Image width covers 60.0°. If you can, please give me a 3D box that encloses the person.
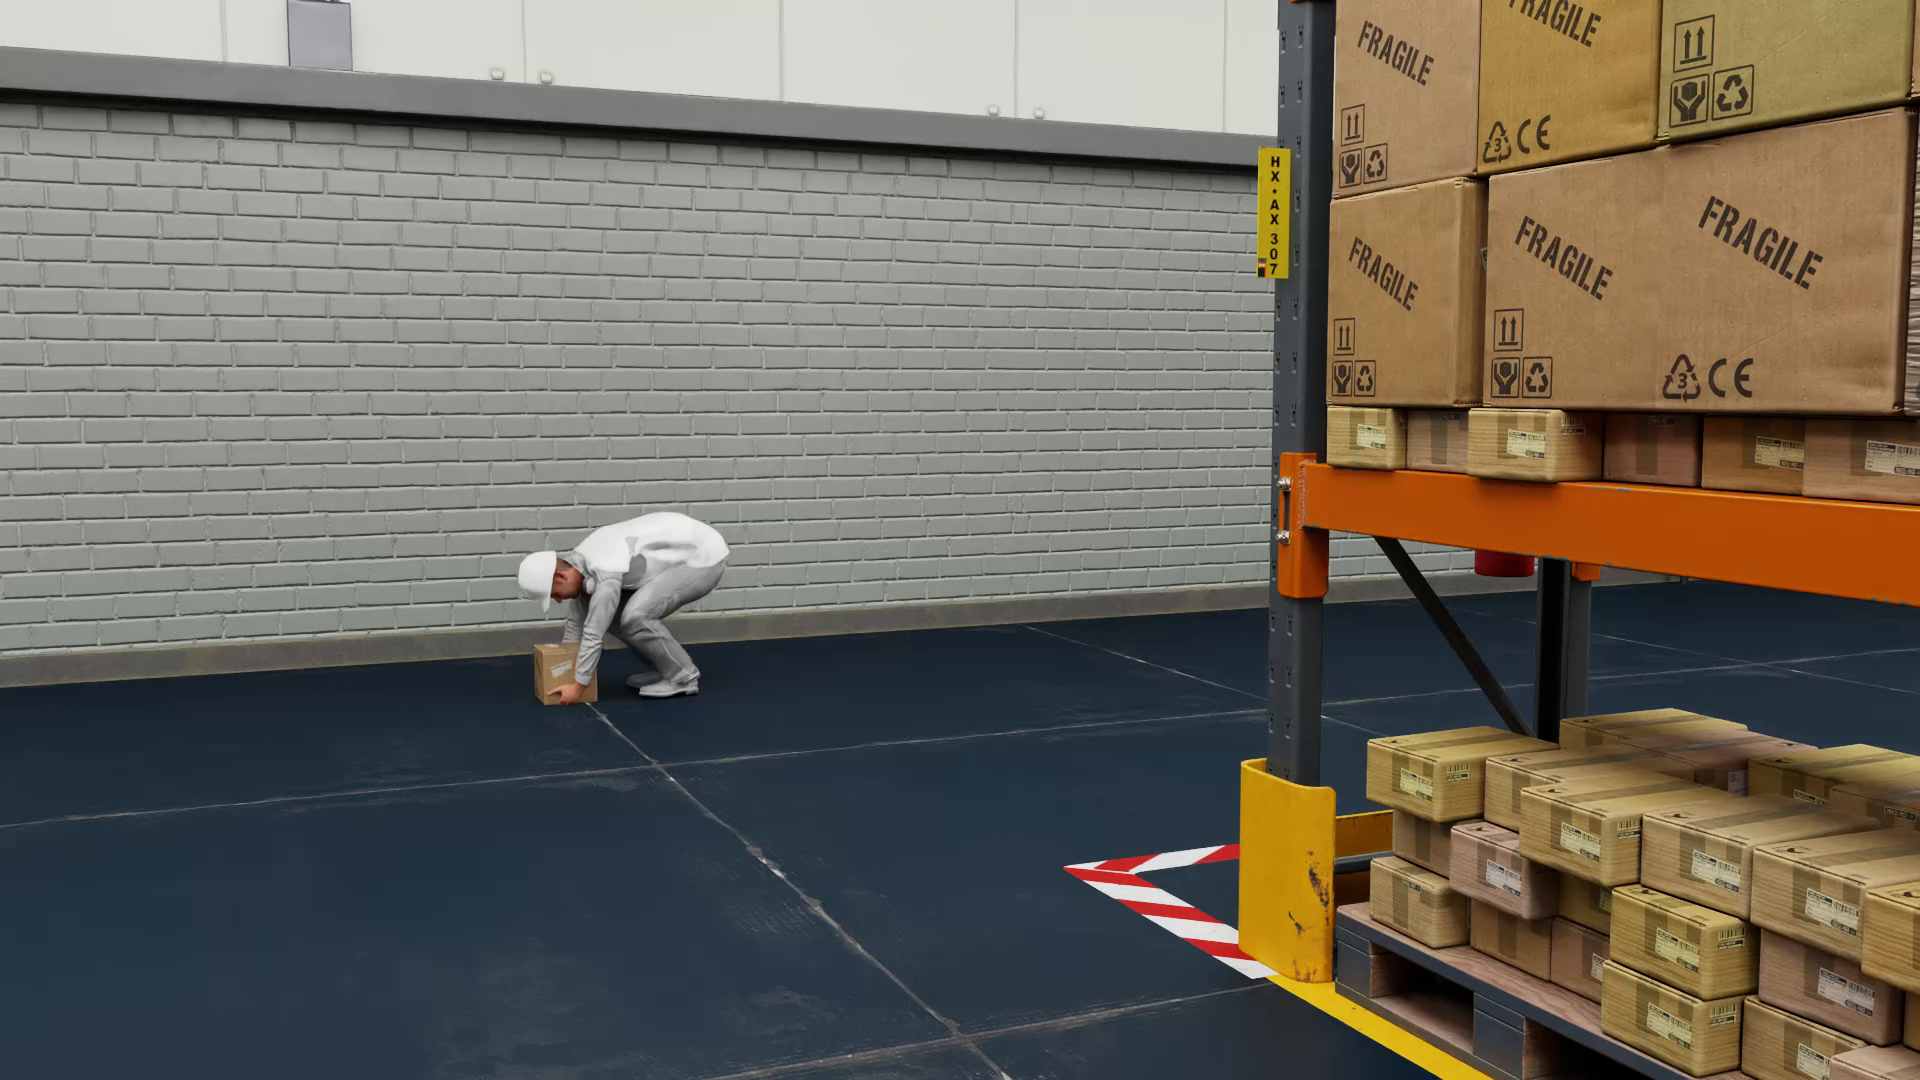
[{"bbox_3d":[-1.622,0.321,8.039,1.003,0.896,0.520,-3,6,-26],"label":"person"}]
